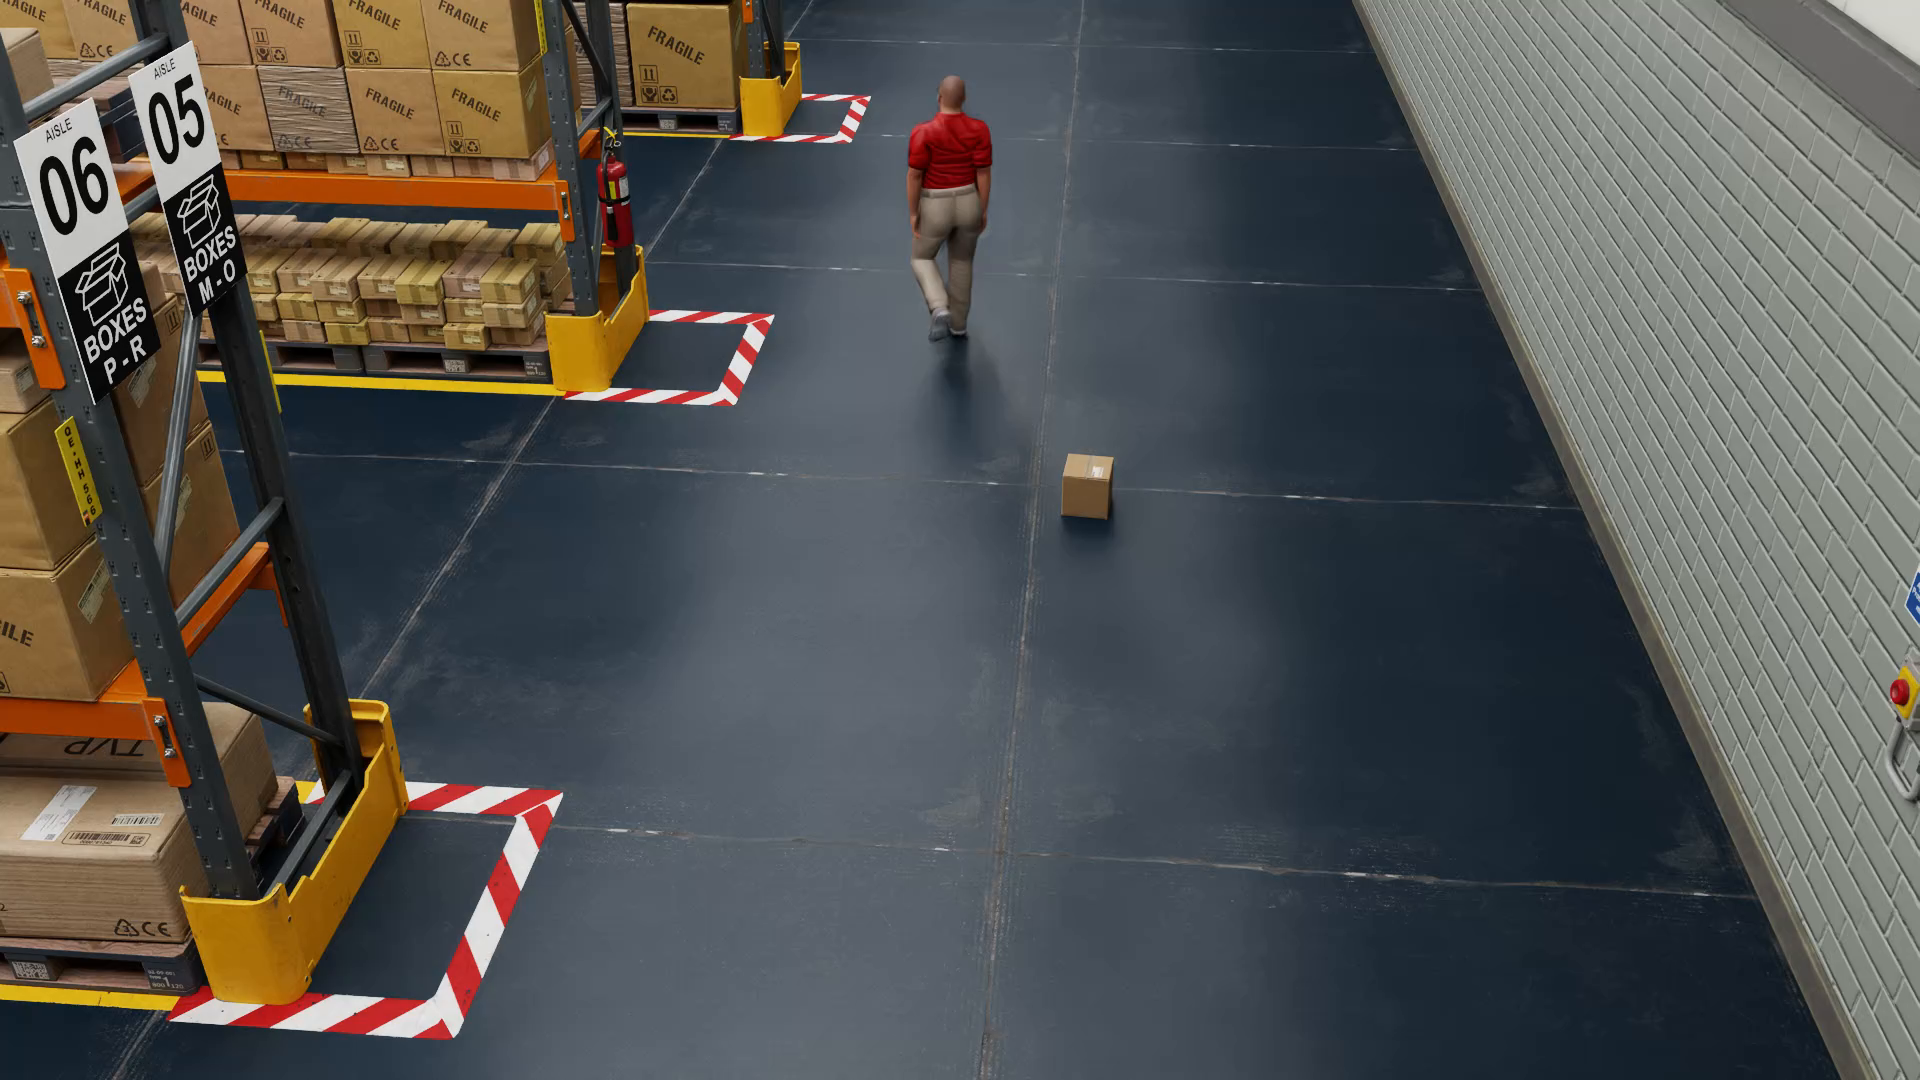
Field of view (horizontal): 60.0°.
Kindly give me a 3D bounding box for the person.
[{"bbox_3d":[-0.073,-2.066,10.454,0.535,1.711,0.585,-7,32,-11],"label":"person"}]
